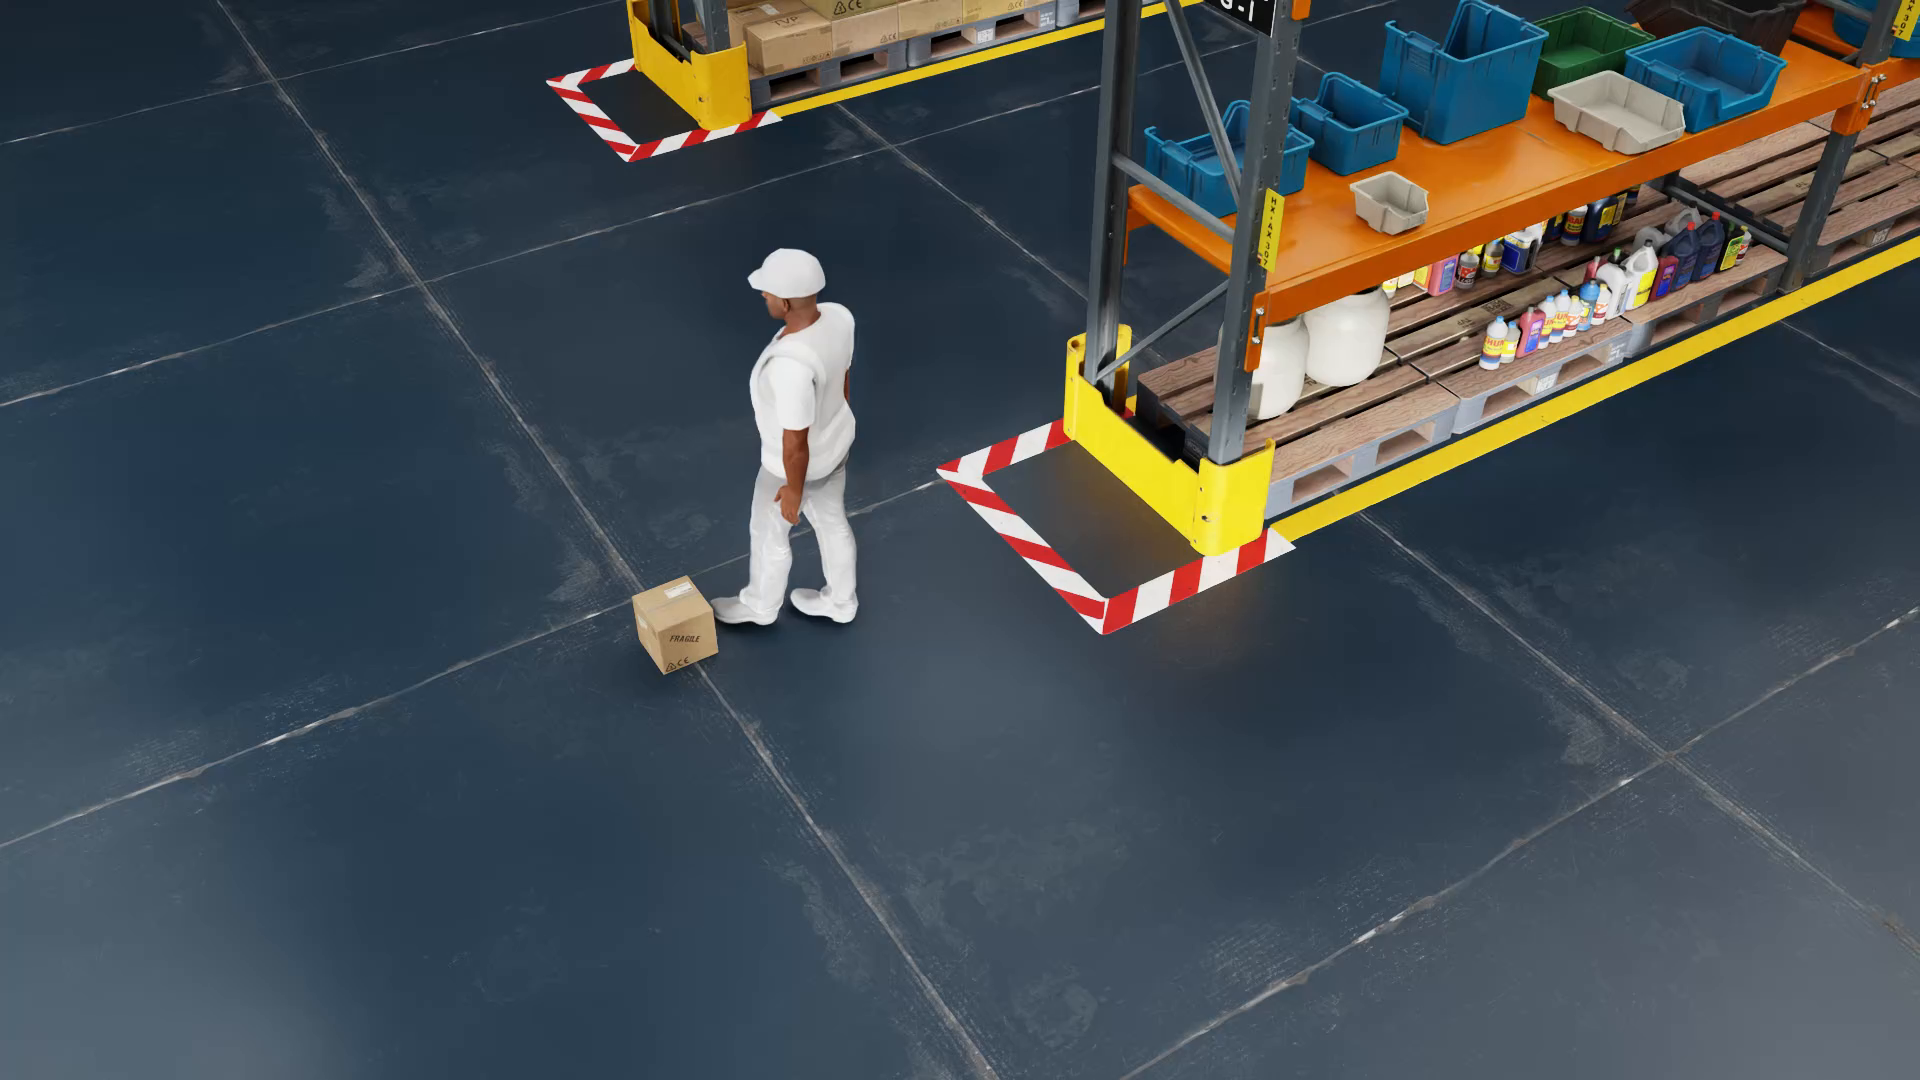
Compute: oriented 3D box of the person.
[{"bbox_3d":[-0.720,-0.392,6.575,0.626,1.761,0.587,16,43,17],"label":"person"}]
